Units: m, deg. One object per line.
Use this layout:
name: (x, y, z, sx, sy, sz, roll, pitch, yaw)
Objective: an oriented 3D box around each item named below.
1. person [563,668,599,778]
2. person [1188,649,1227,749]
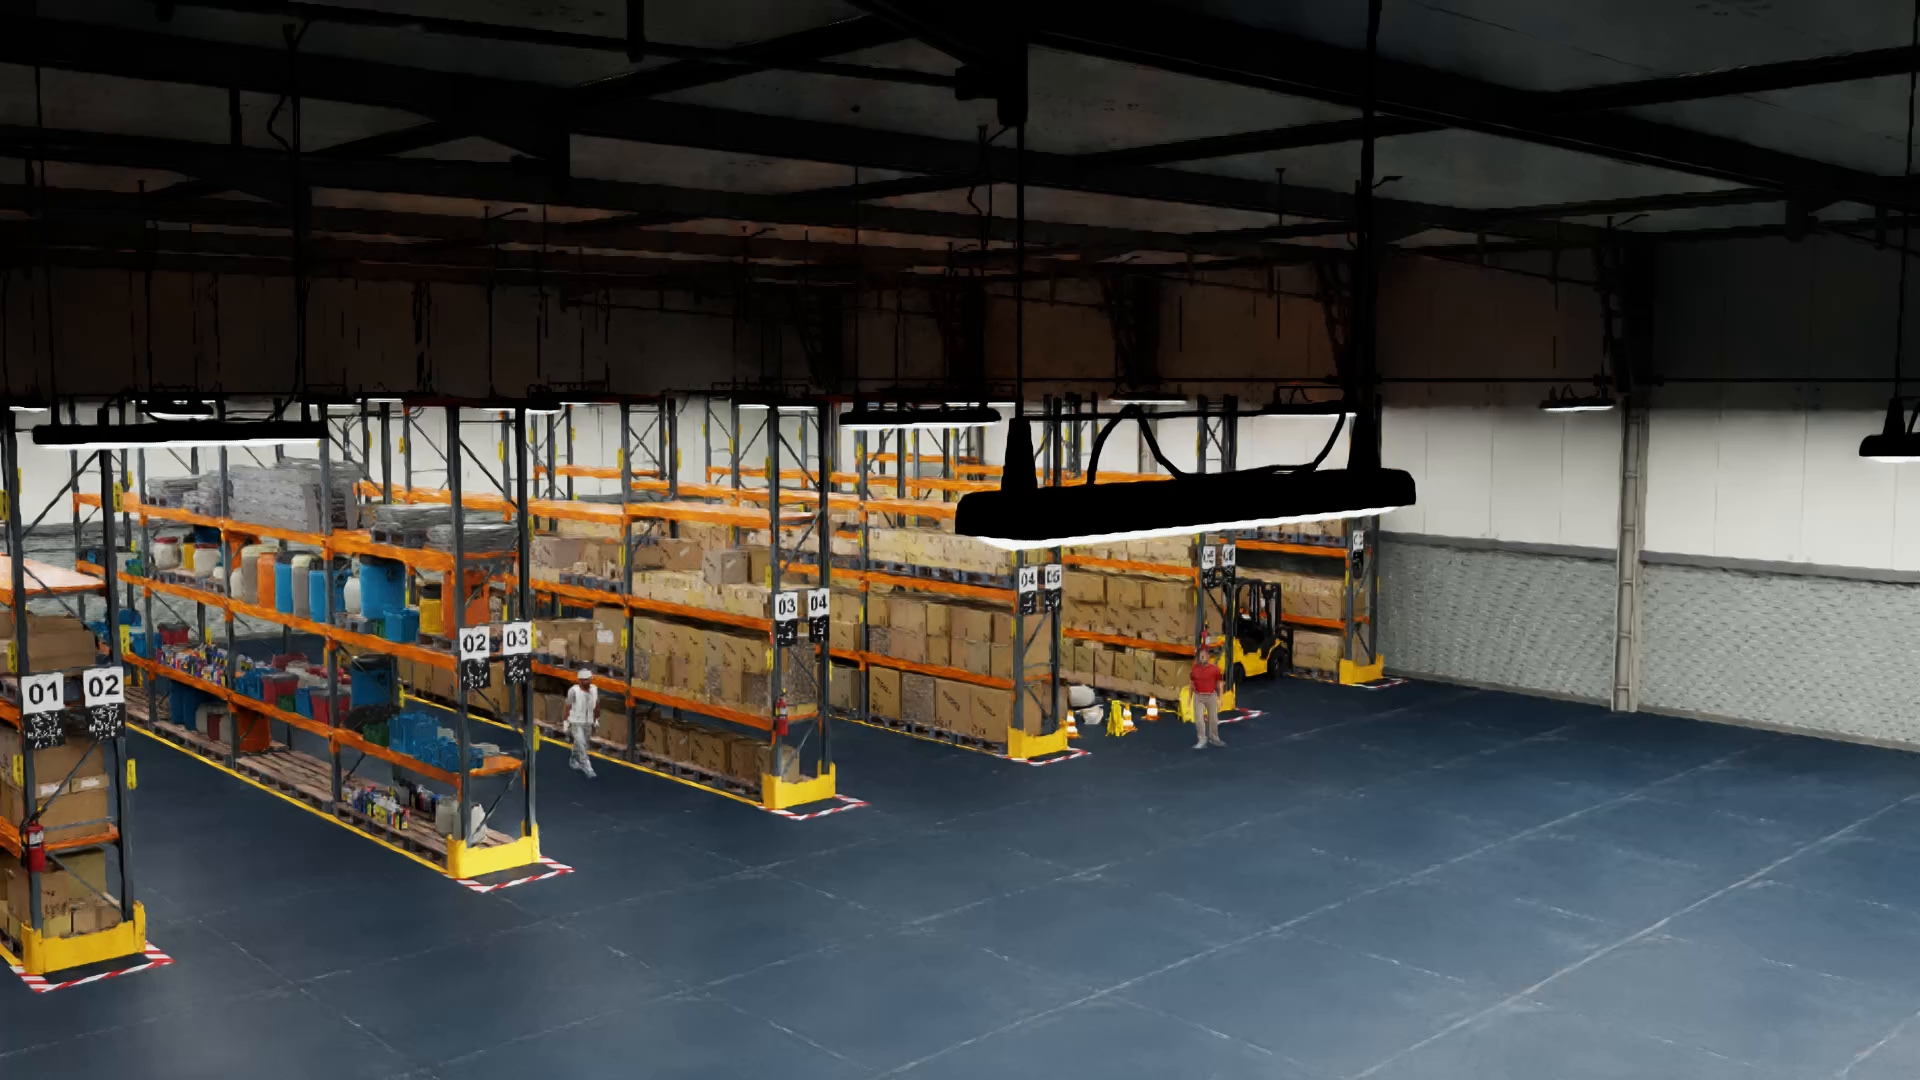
person: (-6.000, 2.892, 26.610, 0.564, 1.704, 1.111, -5, 8, -45)
person: (4.253, 2.719, 28.613, 0.652, 1.720, 0.549, 2, 6, 20)
